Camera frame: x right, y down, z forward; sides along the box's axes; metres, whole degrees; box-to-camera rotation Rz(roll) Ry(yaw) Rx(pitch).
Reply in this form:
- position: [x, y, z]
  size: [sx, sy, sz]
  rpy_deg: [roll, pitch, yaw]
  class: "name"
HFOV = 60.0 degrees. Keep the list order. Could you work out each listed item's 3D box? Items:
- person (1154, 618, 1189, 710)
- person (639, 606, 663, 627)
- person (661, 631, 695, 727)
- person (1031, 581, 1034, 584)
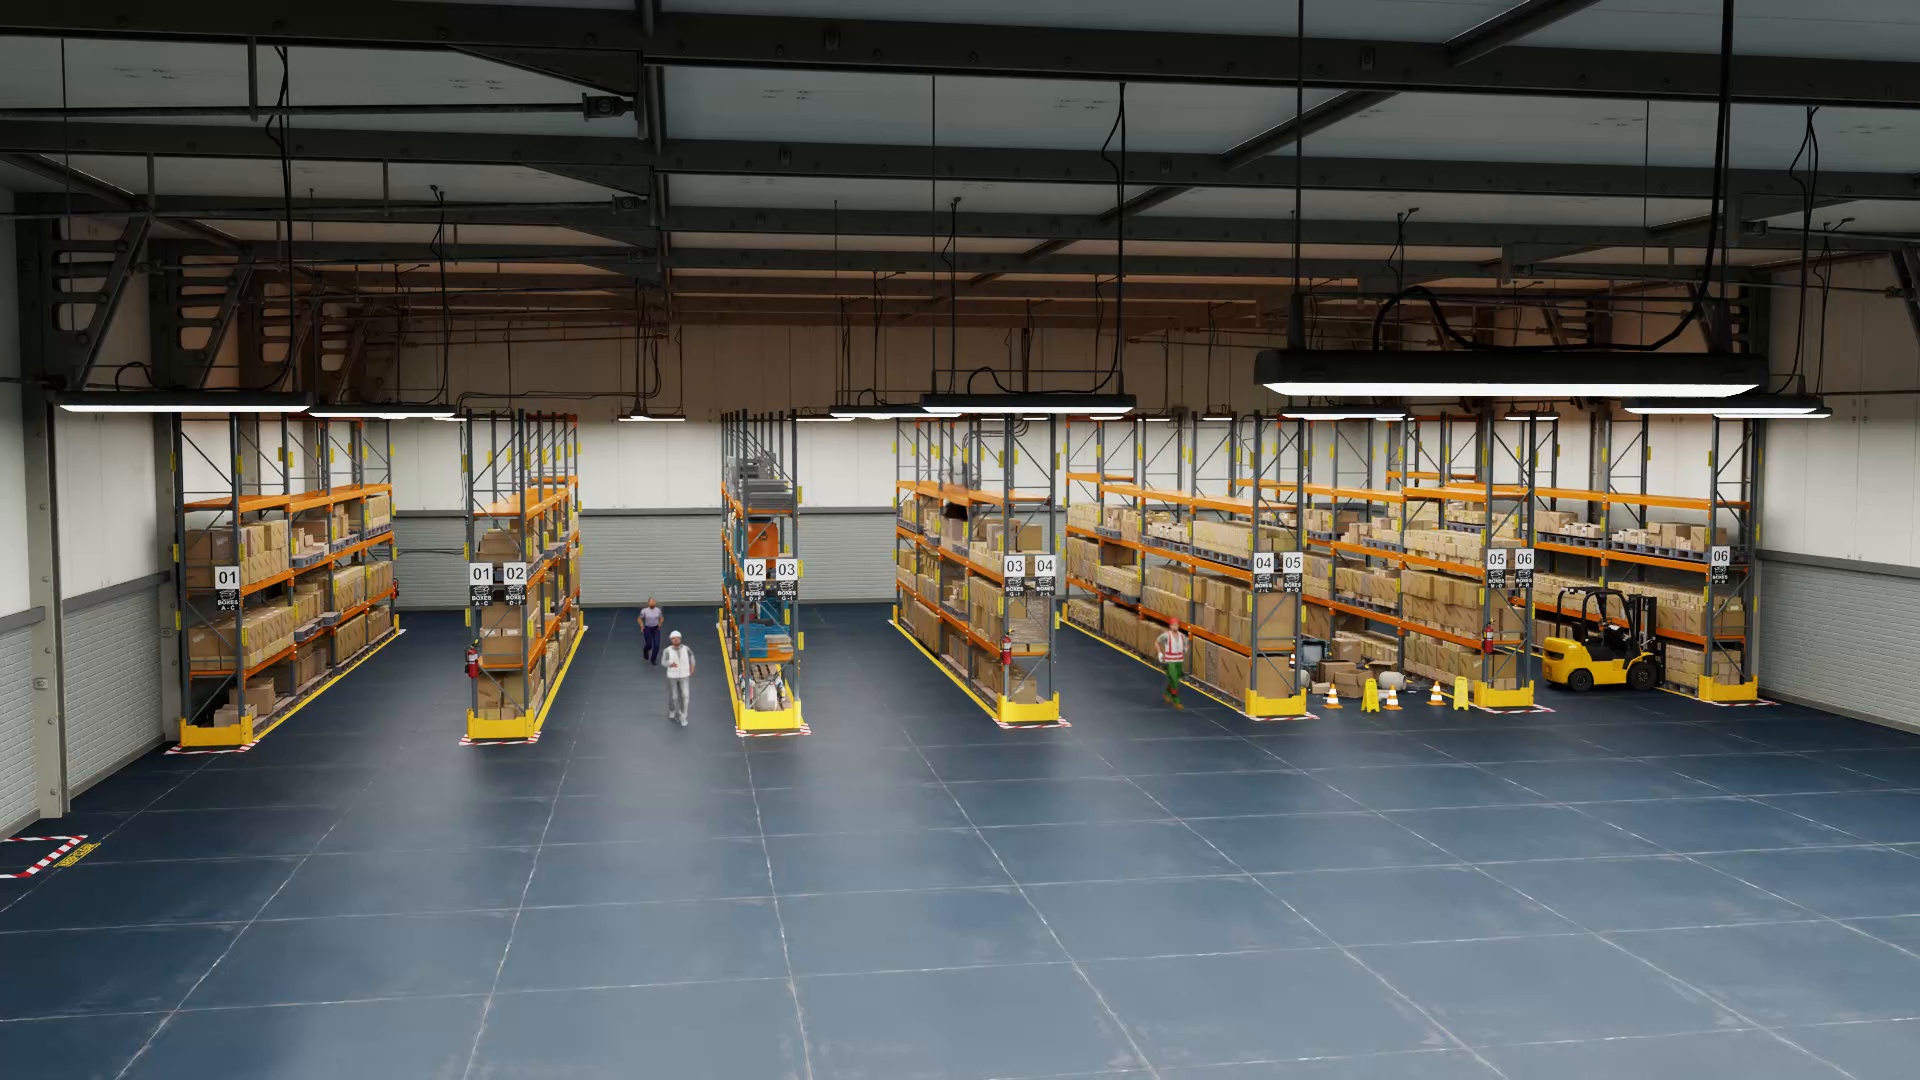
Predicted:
- position: [4.309, 2.462, 33.501]
  size: [0.658, 1.792, 0.923]
  rpy_deg: [-2, 4, -25]
  class: "person"
- position: [-7.317, 1.820, 39.508]
  size: [0.579, 0.508, 0.298]
  rpy_deg: [-2, 4, -23]
  class: "person"
- position: [-5.390, 2.640, 31.818]
  size: [0.660, 1.807, 0.797]
  rpy_deg: [-1, 4, -16]
  class: "person"
- position: [2.107, 1.474, 48.609]
  size: [0.738, 1.740, 0.654]
  rpy_deg: [3, 5, 37]
  class: "person"
